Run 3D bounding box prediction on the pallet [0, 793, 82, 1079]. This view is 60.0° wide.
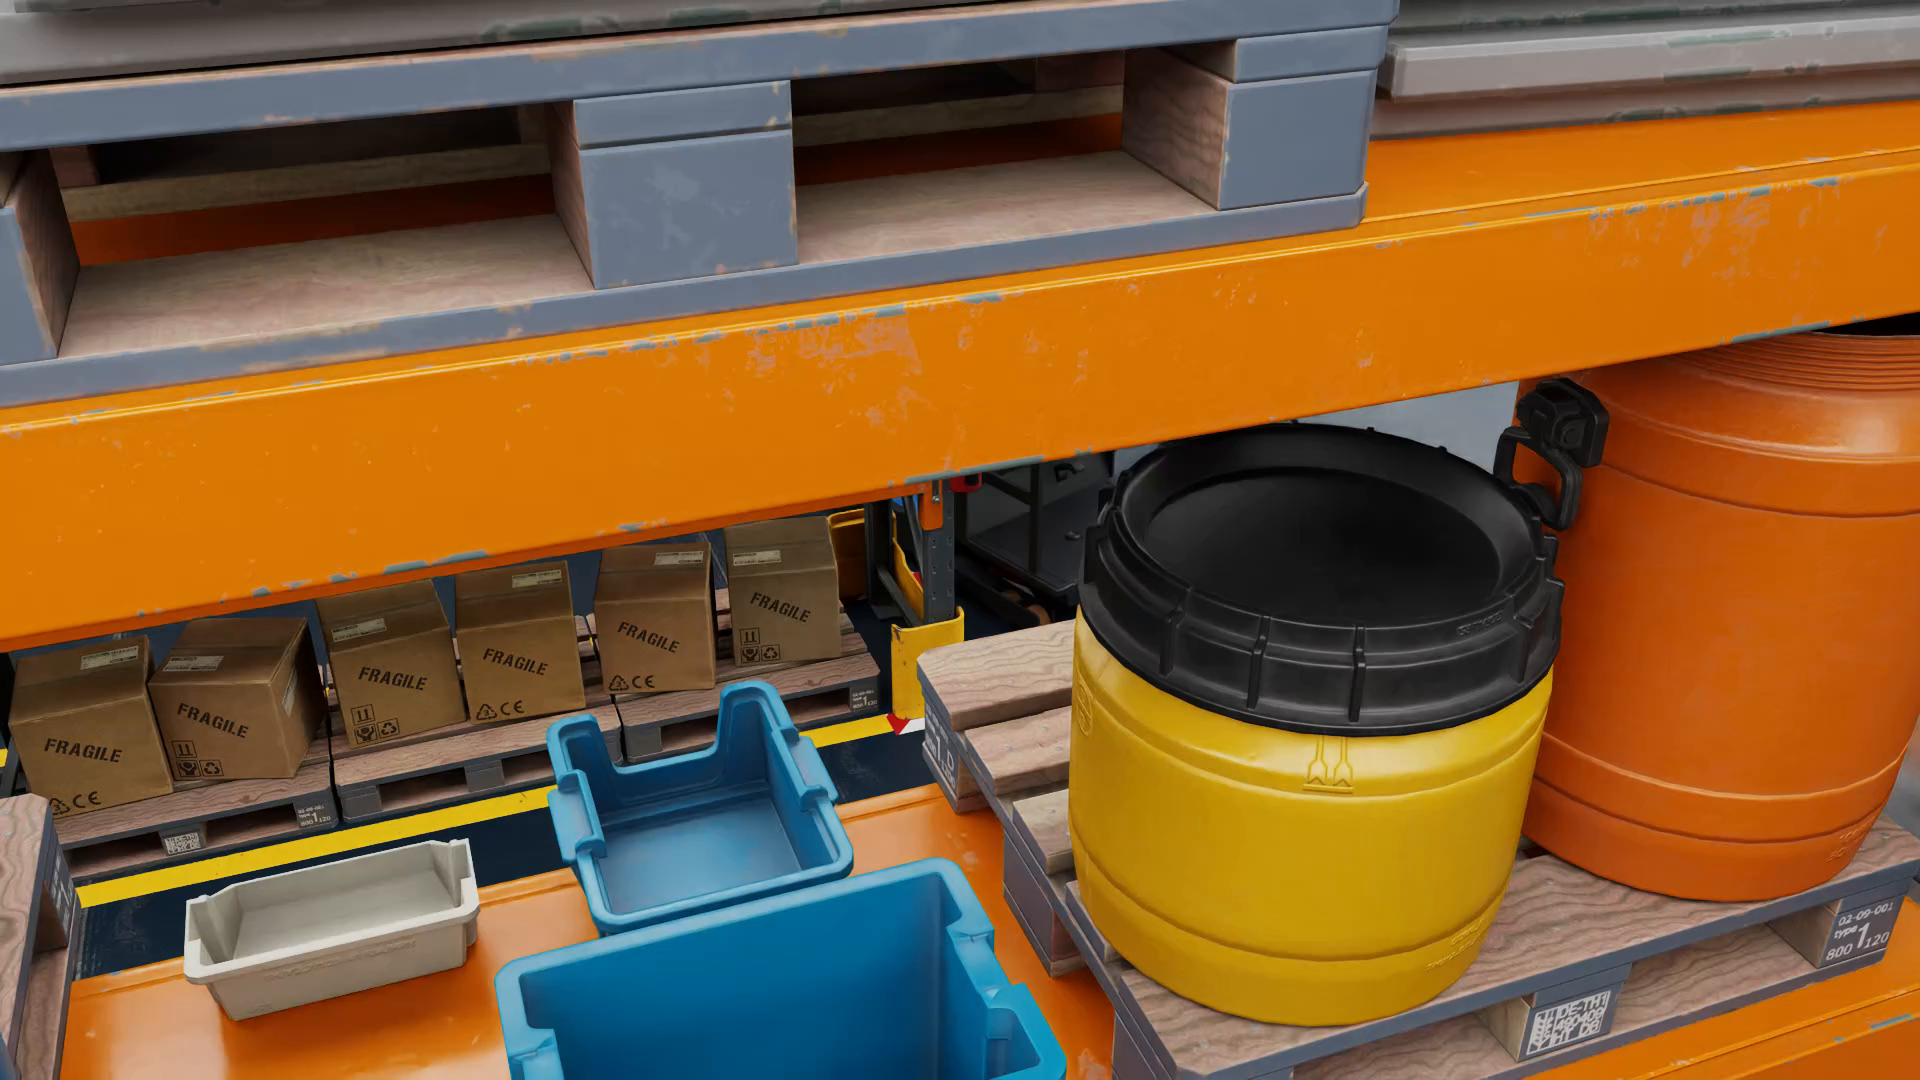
[{"bbox_3d":[-1.636,0.832,1.920,1.003,0.211,1.213,-10,31,-18],"label":"pallet"}]

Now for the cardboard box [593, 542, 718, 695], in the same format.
[{"bbox_3d":[-1.395,0.358,7.693,0.500,0.500,0.500,-3,30,-5],"label":"cardboard box"}]

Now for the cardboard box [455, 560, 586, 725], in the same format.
[{"bbox_3d":[-1.989,0.457,7.519,0.500,0.500,0.500,-8,31,-13],"label":"cardboard box"}]

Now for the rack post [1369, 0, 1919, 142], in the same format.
[{"bbox_3d":[0.718,-0.785,2.043,0.954,0.300,0.937,-7,30,-12],"label":"rack post"}]

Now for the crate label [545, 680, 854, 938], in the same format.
[{"bbox_3d":[-0.398,0.464,2.526,0.408,0.251,0.502,-10,31,-18],"label":"crate label"}]

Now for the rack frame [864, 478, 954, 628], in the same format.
[{"bbox_3d":[-0.256,-0.765,7.563,0.127,3.000,1.000,-10,31,-18],"label":"rack frame"}]

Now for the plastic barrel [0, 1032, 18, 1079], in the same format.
[{"bbox_3d":[-1.308,0.397,1.561,0.708,0.901,0.600,-10,31,-18],"label":"plastic barrel"}]

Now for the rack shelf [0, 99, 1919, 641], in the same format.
[{"bbox_3d":[-0.403,-0.242,1.716,4.000,0.370,1.077,-10,31,-18],"label":"rack shelf"}]

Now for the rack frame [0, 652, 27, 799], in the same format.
[{"bbox_3d":[-4.005,-0.075,6.351,0.127,3.000,1.000,-10,31,-18],"label":"rack frame"}]

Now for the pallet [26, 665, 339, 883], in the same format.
[{"bbox_3d":[-3.388,1.004,7.274,1.213,0.211,1.003,-10,31,-18],"label":"pallet"}]

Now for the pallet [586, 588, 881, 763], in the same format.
[{"bbox_3d":[-1.101,0.583,8.013,1.213,0.211,1.003,-10,31,-18],"label":"pallet"}]

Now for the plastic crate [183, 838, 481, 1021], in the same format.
[{"bbox_3d":[-0.915,0.570,2.456,0.396,0.136,0.243,-10,31,-18],"label":"plastic crate"}]

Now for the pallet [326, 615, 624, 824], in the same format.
[{"bbox_3d":[-2.243,0.792,7.647,1.213,0.211,1.003,-10,31,-18],"label":"pallet"}]

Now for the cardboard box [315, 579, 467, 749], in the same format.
[{"bbox_3d":[-2.528,0.532,7.386,0.500,0.500,0.500,-13,32,-22],"label":"cardboard box"}]

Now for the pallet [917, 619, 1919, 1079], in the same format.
[{"bbox_3d":[0.662,0.409,2.663,1.213,0.211,1.003,-10,31,-18],"label":"pallet"}]

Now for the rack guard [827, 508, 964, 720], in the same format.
[{"bbox_3d":[-0.327,0.334,8.159,0.348,0.500,1.175,-10,31,-18],"label":"rack guard"}]

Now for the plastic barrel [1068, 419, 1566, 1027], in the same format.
[{"bbox_3d":[0.447,0.221,2.188,0.600,0.588,0.600,0,30,0],"label":"plastic barrel"}]

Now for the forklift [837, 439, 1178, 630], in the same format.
[{"bbox_3d":[0.570,-1.064,8.157,1.130,2.935,3.031,-23,37,-35],"label":"forklift"}]

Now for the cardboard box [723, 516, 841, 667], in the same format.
[{"bbox_3d":[-0.847,0.238,7.902,0.500,0.500,0.500,-5,30,-8],"label":"cardboard box"}]

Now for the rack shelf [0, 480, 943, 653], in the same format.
[{"bbox_3d":[-2.131,-0.107,7.135,4.000,0.370,1.077,-10,31,-18],"label":"rack shelf"}]

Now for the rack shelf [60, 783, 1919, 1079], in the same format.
[{"bbox_3d":[-0.403,0.887,2.359,4.000,0.370,1.077,-10,31,-18],"label":"rack shelf"}]

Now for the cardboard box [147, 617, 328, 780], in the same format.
[{"bbox_3d":[-3.082,0.676,7.134,0.500,0.500,0.500,-1,30,-2],"label":"cardboard box"}]

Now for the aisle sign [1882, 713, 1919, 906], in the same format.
[{"bbox_3d":[1.642,0.529,2.666,0.004,0.787,0.394,-10,31,-18],"label":"aisle sign"}]

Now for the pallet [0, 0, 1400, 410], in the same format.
[{"bbox_3d":[-0.370,-0.495,1.624,1.213,0.211,1.003,-10,31,-18],"label":"pallet"}]

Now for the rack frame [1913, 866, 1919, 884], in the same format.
[{"bbox_3d":[1.471,1.533,3.530,0.127,3.000,1.000,-10,31,-18],"label":"rack frame"}]

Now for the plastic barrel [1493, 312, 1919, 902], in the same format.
[{"bbox_3d":[1.060,0.003,2.326,0.708,0.830,0.600,-10,31,-18],"label":"plastic barrel"}]

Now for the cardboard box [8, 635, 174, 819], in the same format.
[{"bbox_3d":[-3.616,0.778,6.955,0.500,0.500,0.500,-11,32,-19],"label":"cardboard box"}]

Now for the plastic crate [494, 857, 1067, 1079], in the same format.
[{"bbox_3d":[-0.211,0.705,1.968,0.575,0.384,0.392,-10,31,-18],"label":"plastic crate"}]

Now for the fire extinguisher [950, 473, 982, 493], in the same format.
[{"bbox_3d":[0.012,-0.538,7.242,0.183,0.674,0.296,-10,31,-18],"label":"fire extinguisher"}]
